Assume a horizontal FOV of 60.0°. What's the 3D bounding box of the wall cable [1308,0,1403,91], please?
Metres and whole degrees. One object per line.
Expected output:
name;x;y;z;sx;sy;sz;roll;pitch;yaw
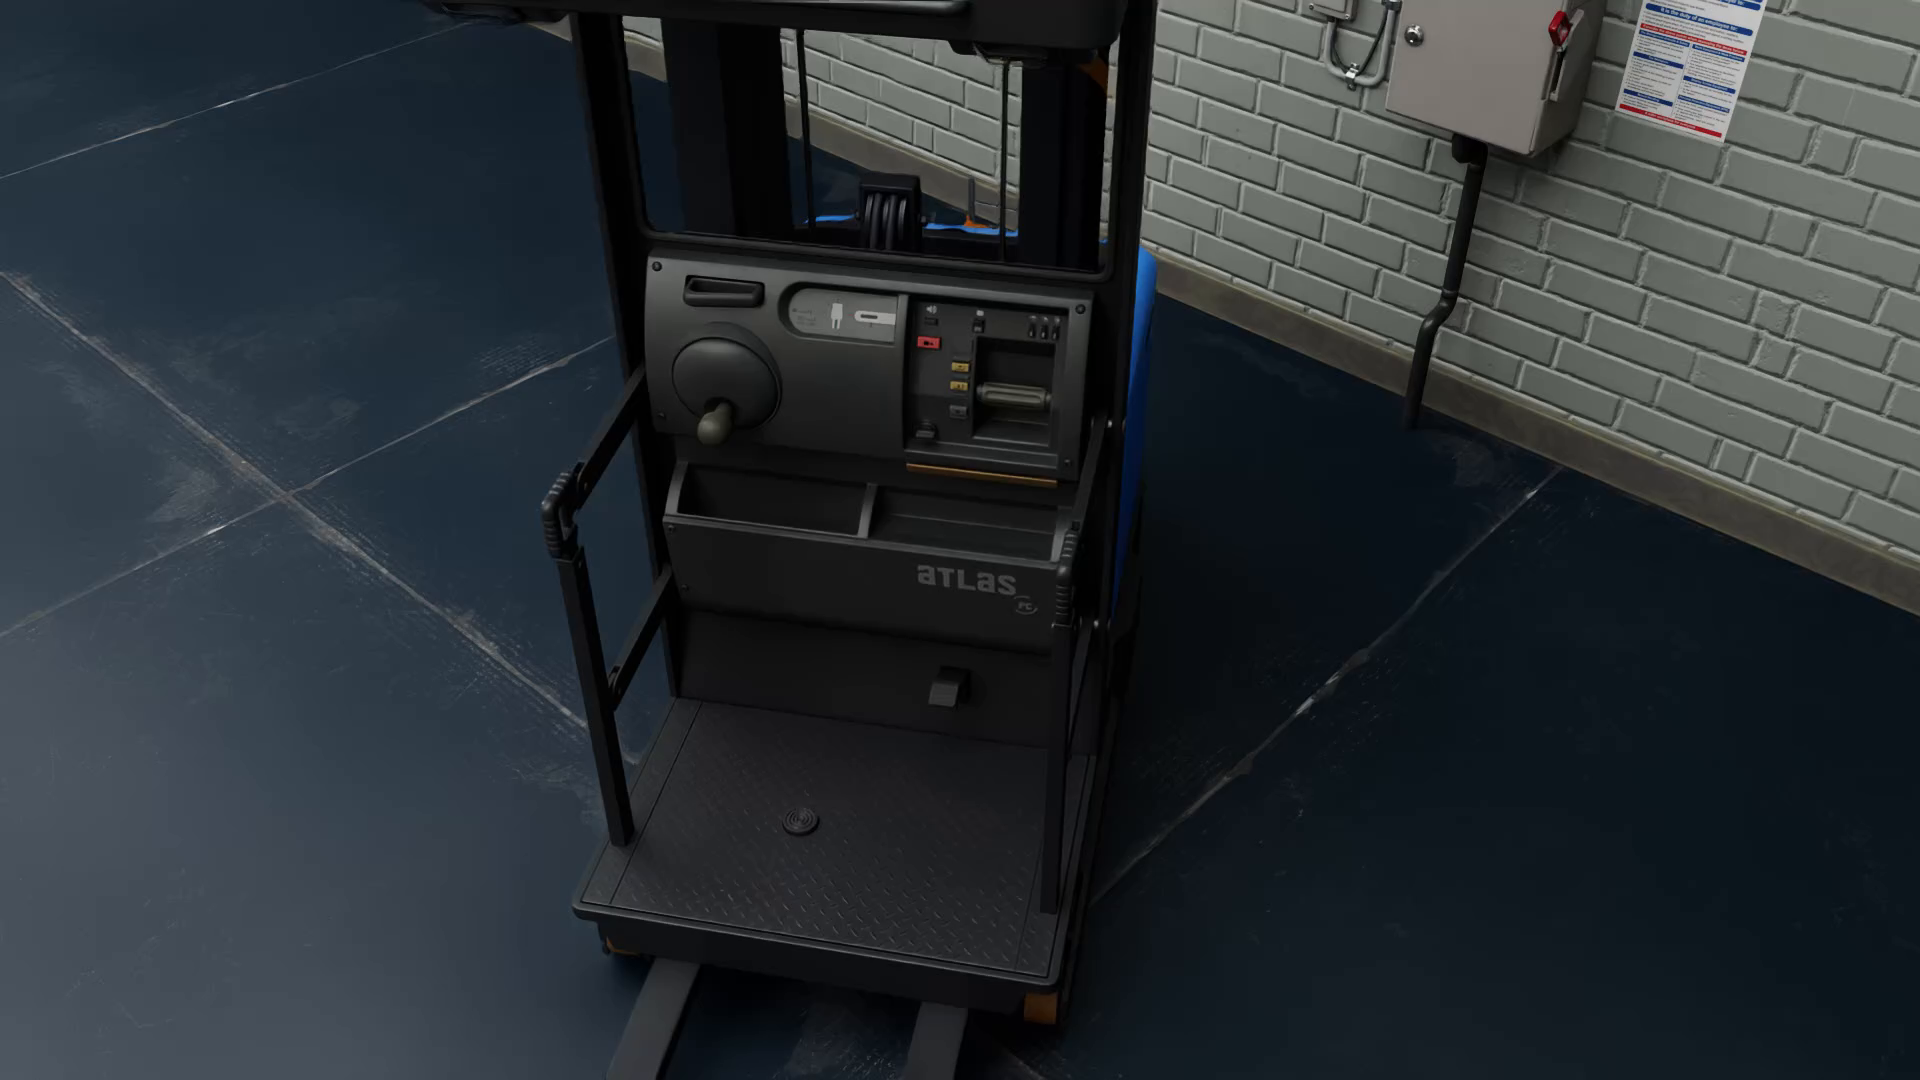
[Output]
wall cable;1.151;-2.299;4.915;0.588;1.984;0.122;30;47;32

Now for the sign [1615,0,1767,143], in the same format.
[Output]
sign;2.053;-1.393;4.668;0.329;0.494;0.001;30;47;32

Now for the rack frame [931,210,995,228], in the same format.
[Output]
rack frame;0.007;-0.502;5.038;0.200;1.050;0.008;17;42;20

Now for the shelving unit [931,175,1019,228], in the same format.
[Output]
shelving unit;0.061;-0.570;5.124;0.215;1.050;0.252;17;42;20

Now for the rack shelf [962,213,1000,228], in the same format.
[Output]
rack shelf;0.061;-0.784;4.954;0.215;0.259;0.240;17;42;20

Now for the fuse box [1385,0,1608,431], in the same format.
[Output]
fuse box;1.549;-1.038;5.181;0.539;1.711;0.414;30;47;32

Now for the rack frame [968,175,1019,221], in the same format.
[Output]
rack frame;0.115;-0.639;5.210;0.200;1.050;0.008;17;42;20

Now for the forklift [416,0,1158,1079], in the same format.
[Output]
forklift;-0.237;-0.285;3.253;1.130;2.935;3.031;7;39;9
